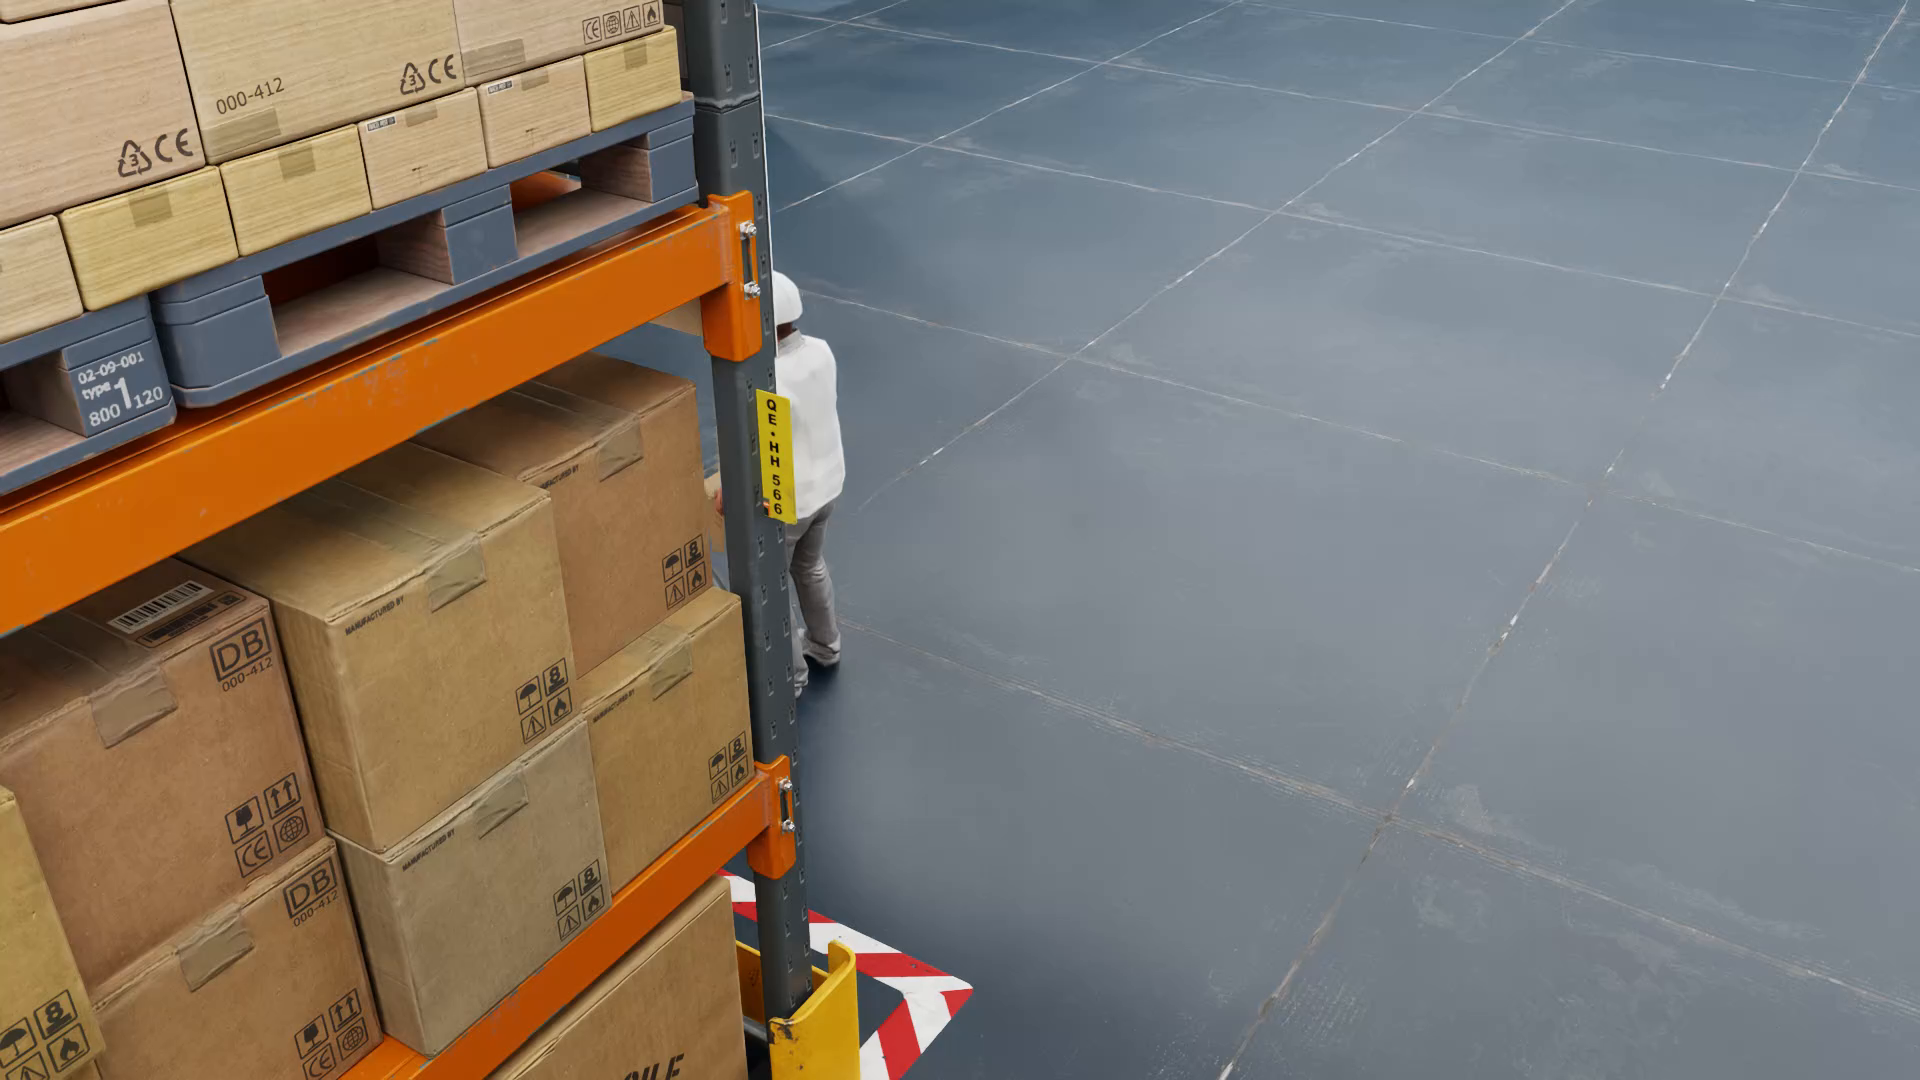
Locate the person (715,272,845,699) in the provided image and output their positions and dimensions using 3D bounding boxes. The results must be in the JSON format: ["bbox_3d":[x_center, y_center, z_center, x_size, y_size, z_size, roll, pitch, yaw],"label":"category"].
[{"bbox_3d":[-0.684,-0.202,6.444,0.446,1.779,0.551,17,34,26],"label":"person"}]
